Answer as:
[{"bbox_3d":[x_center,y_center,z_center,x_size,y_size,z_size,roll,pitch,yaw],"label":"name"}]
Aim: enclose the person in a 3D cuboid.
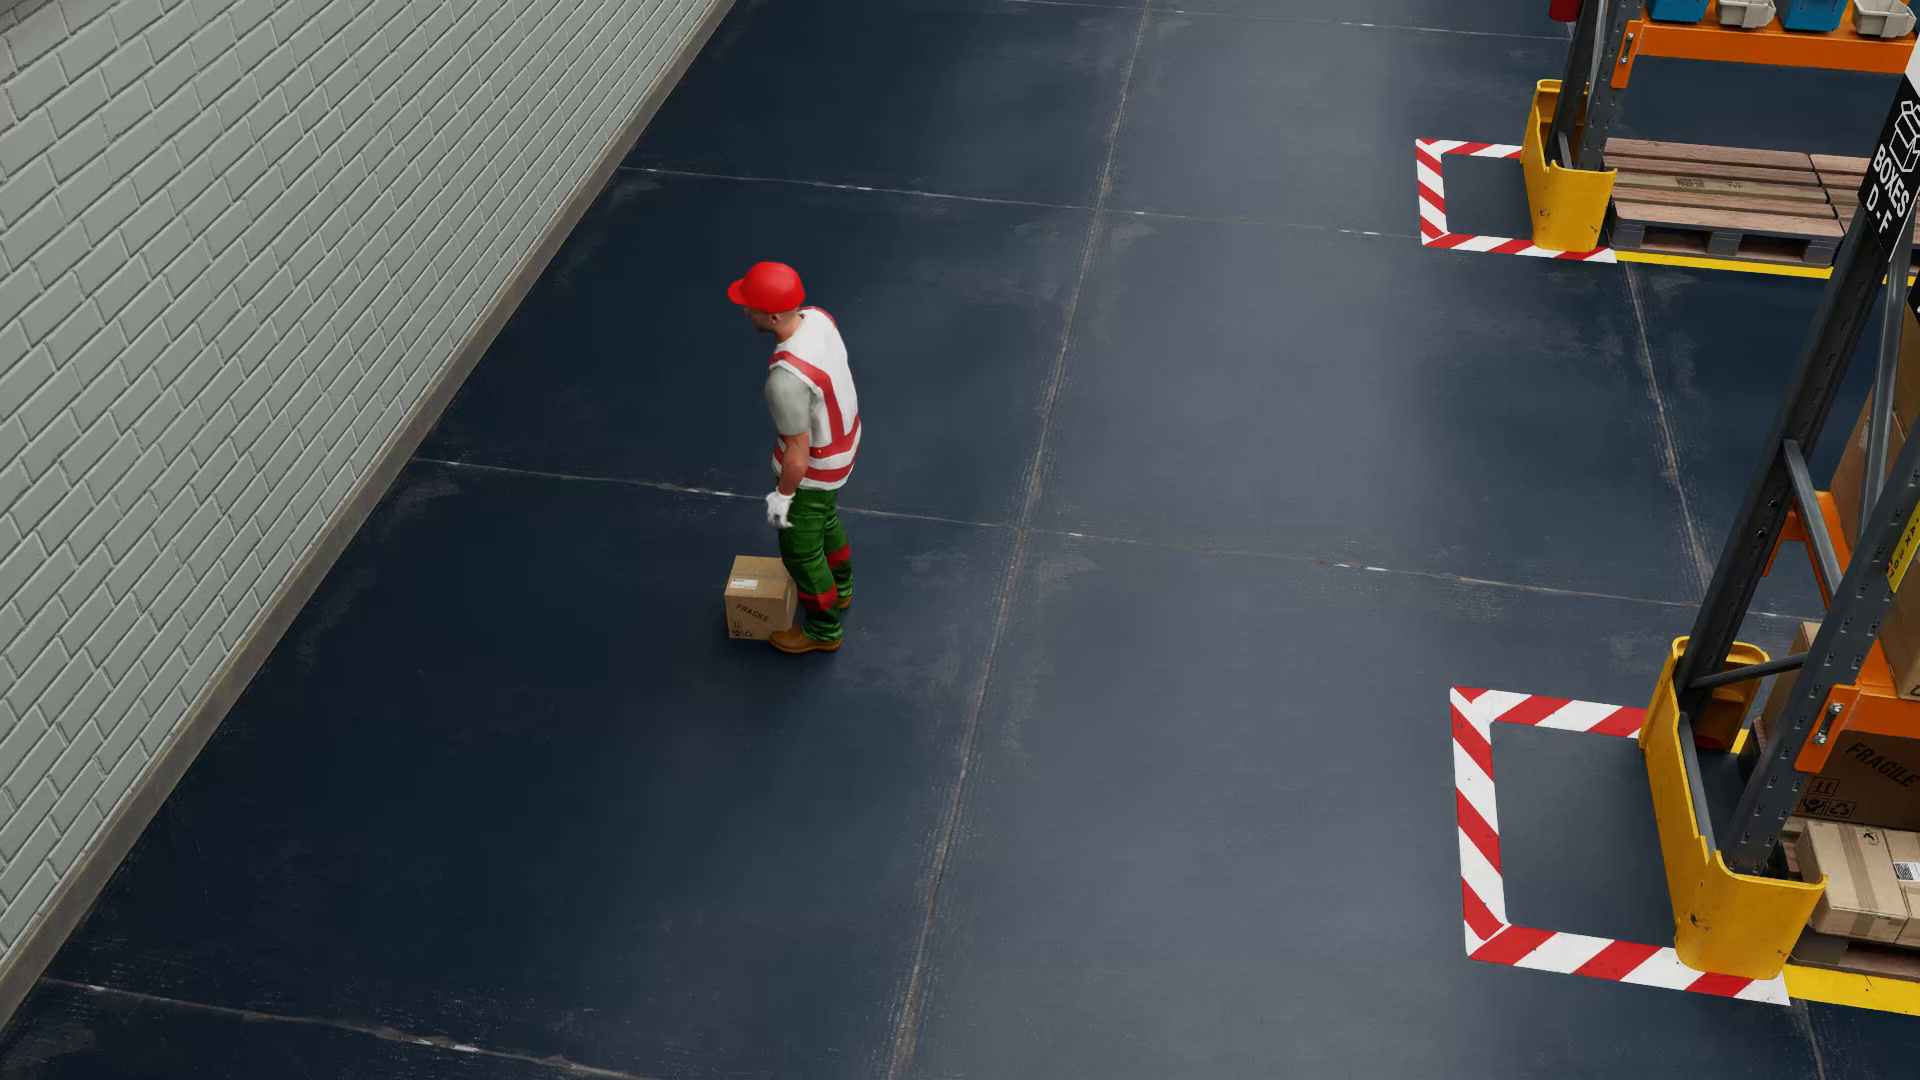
[{"bbox_3d":[-0.616,-0.311,6.513,0.449,1.780,0.607,7,41,8],"label":"person"}]
